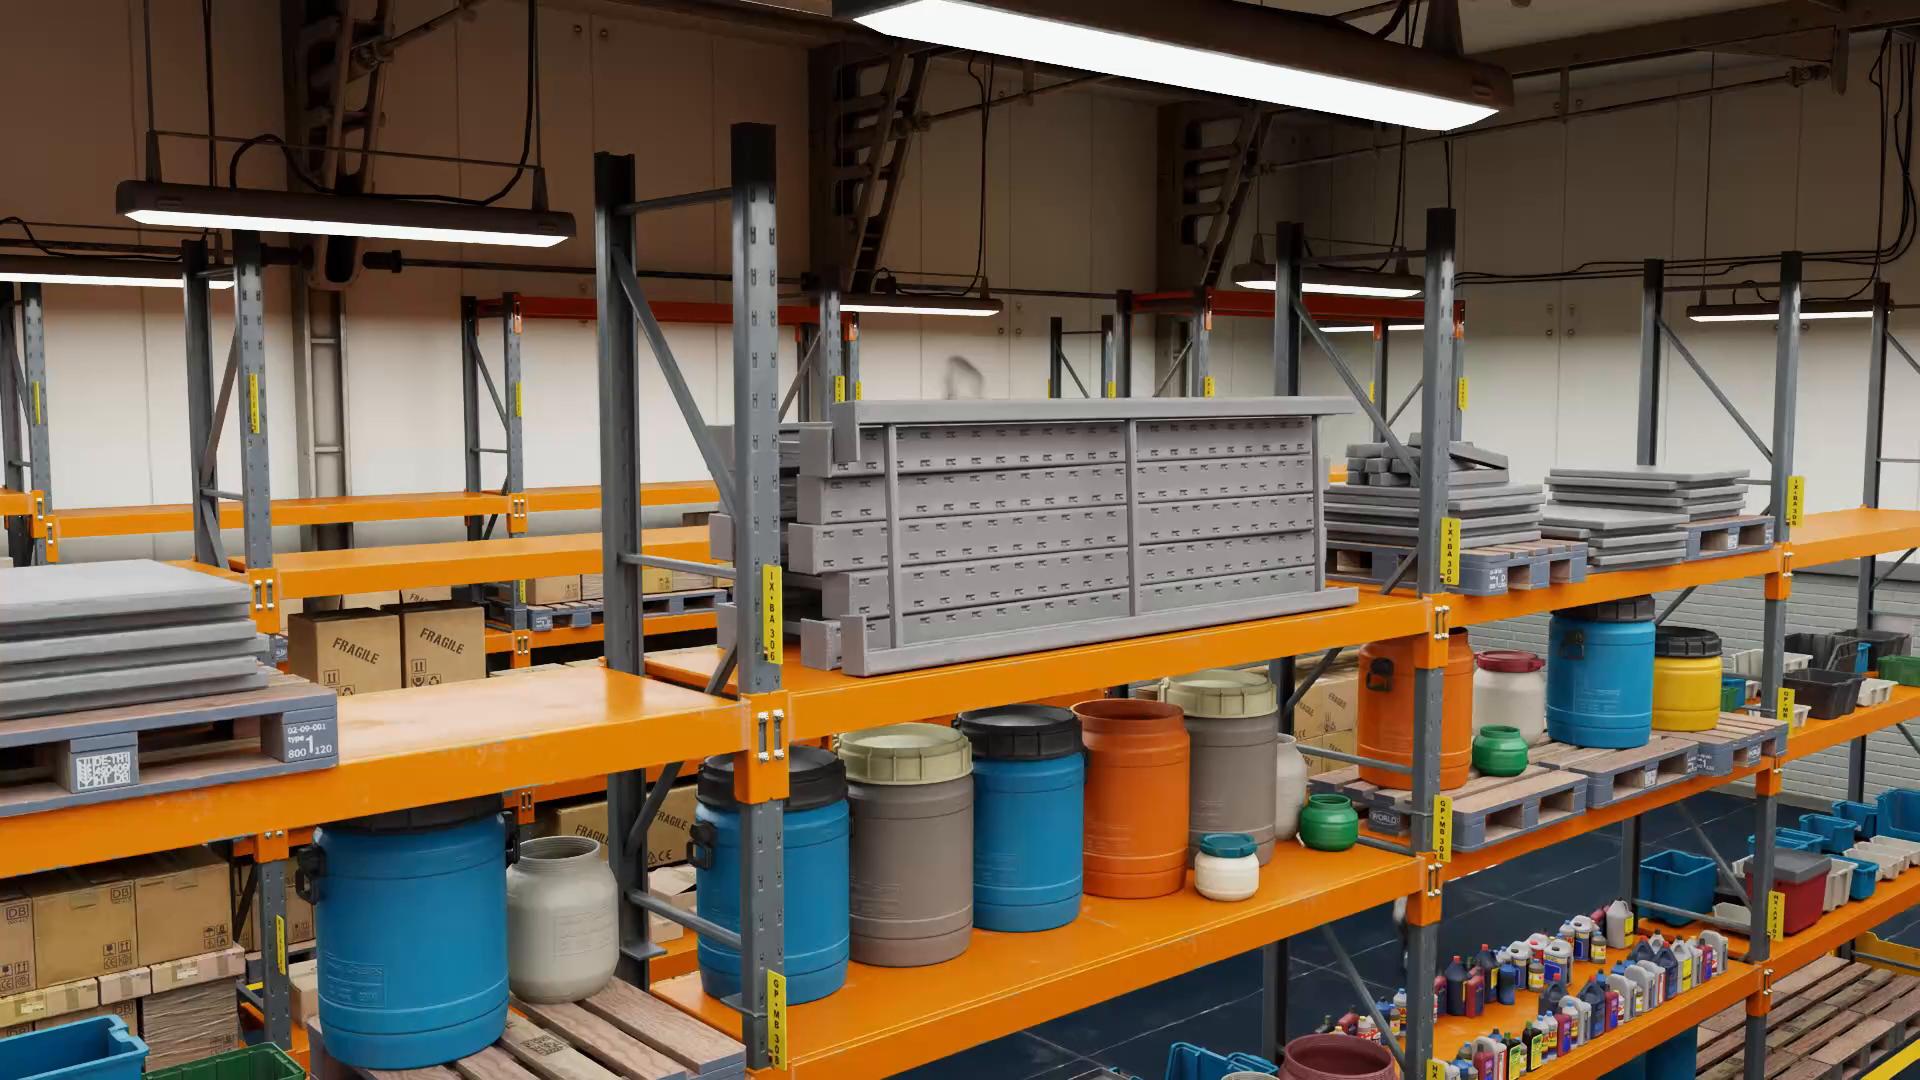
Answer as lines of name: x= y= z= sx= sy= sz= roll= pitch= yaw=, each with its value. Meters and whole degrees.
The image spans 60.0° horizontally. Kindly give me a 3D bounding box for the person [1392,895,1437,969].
person: x=3.970 y=3.004 z=14.447 sx=0.517 sy=1.565 sz=0.621 roll=4 pitch=7 yaw=37
